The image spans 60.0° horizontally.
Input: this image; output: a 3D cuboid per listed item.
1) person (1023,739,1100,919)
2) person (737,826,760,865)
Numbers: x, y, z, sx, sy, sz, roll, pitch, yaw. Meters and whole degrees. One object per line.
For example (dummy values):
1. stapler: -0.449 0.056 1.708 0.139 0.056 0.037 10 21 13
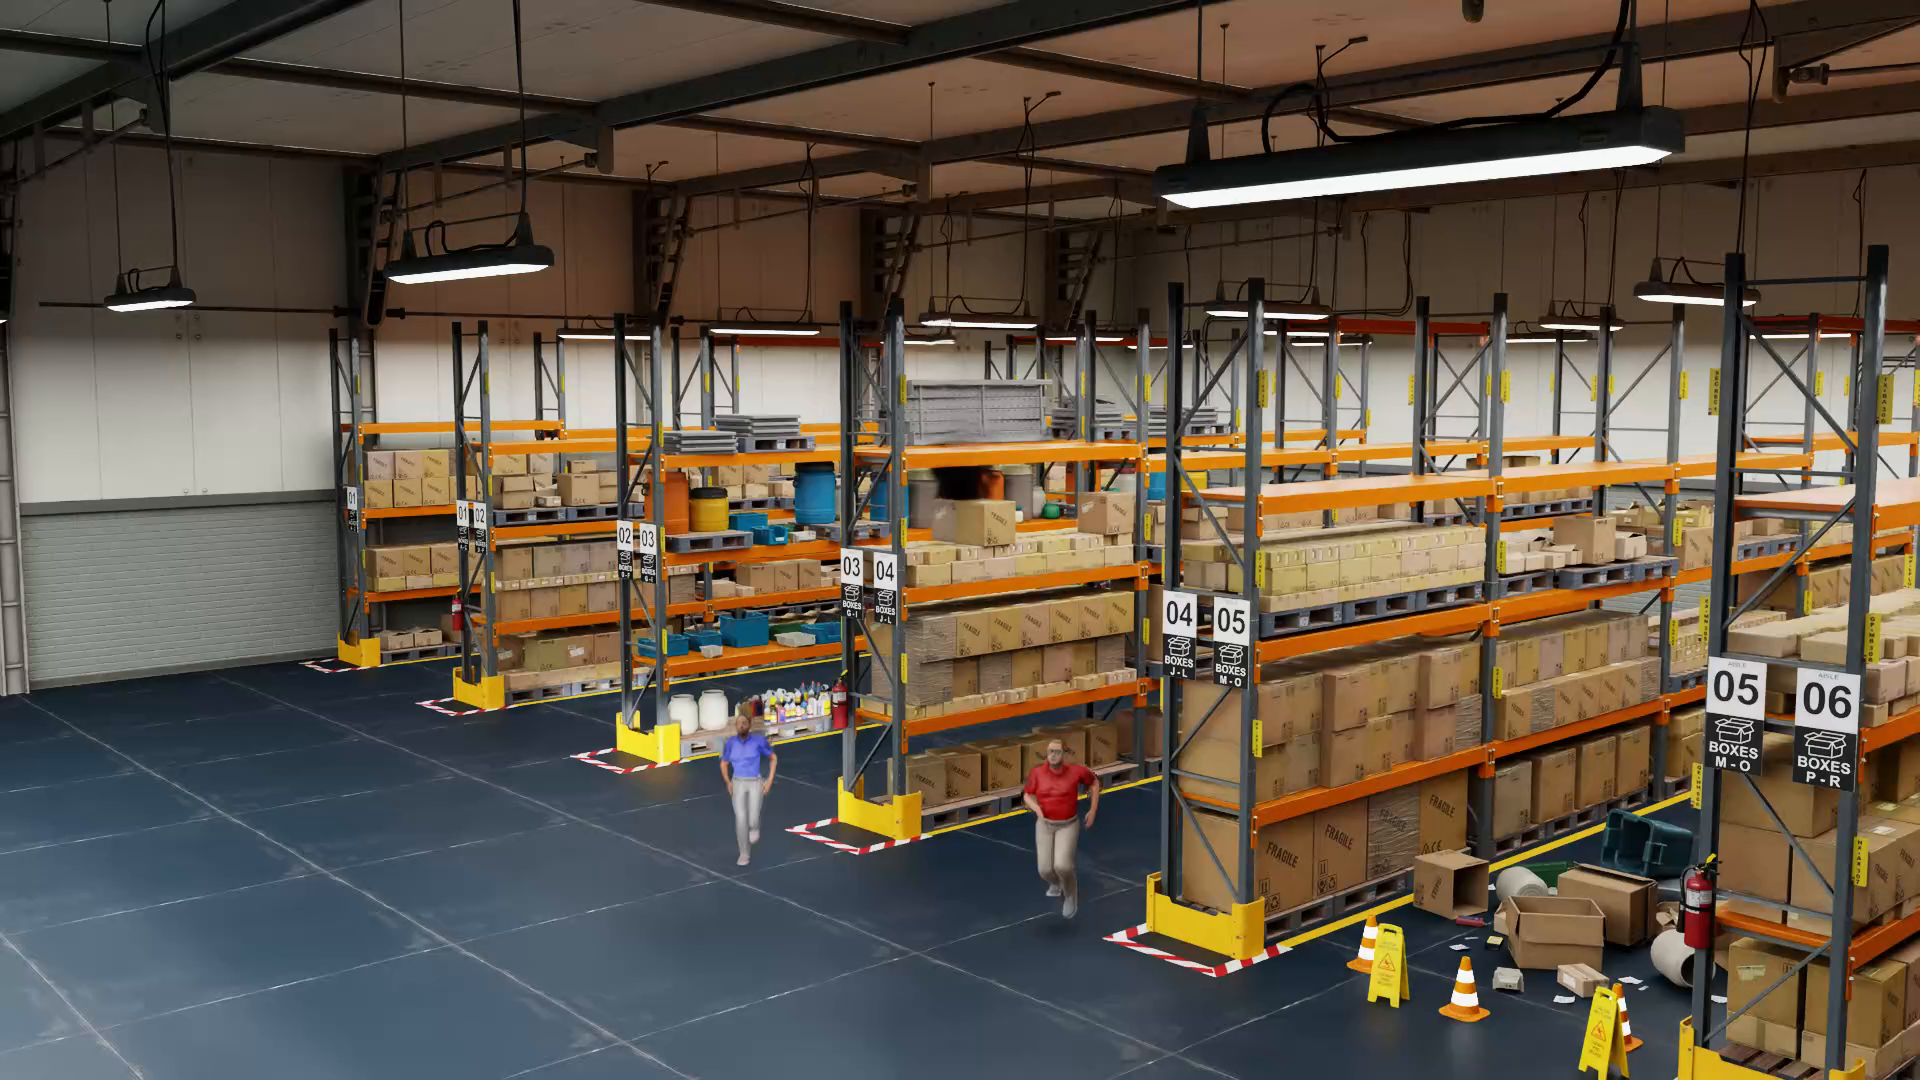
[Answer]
1. person: 0.918 2.682 15.470 0.678 1.683 0.741 2 6 16
2. person: -2.256 3.197 17.804 0.201 0.453 0.497 0 6 3
